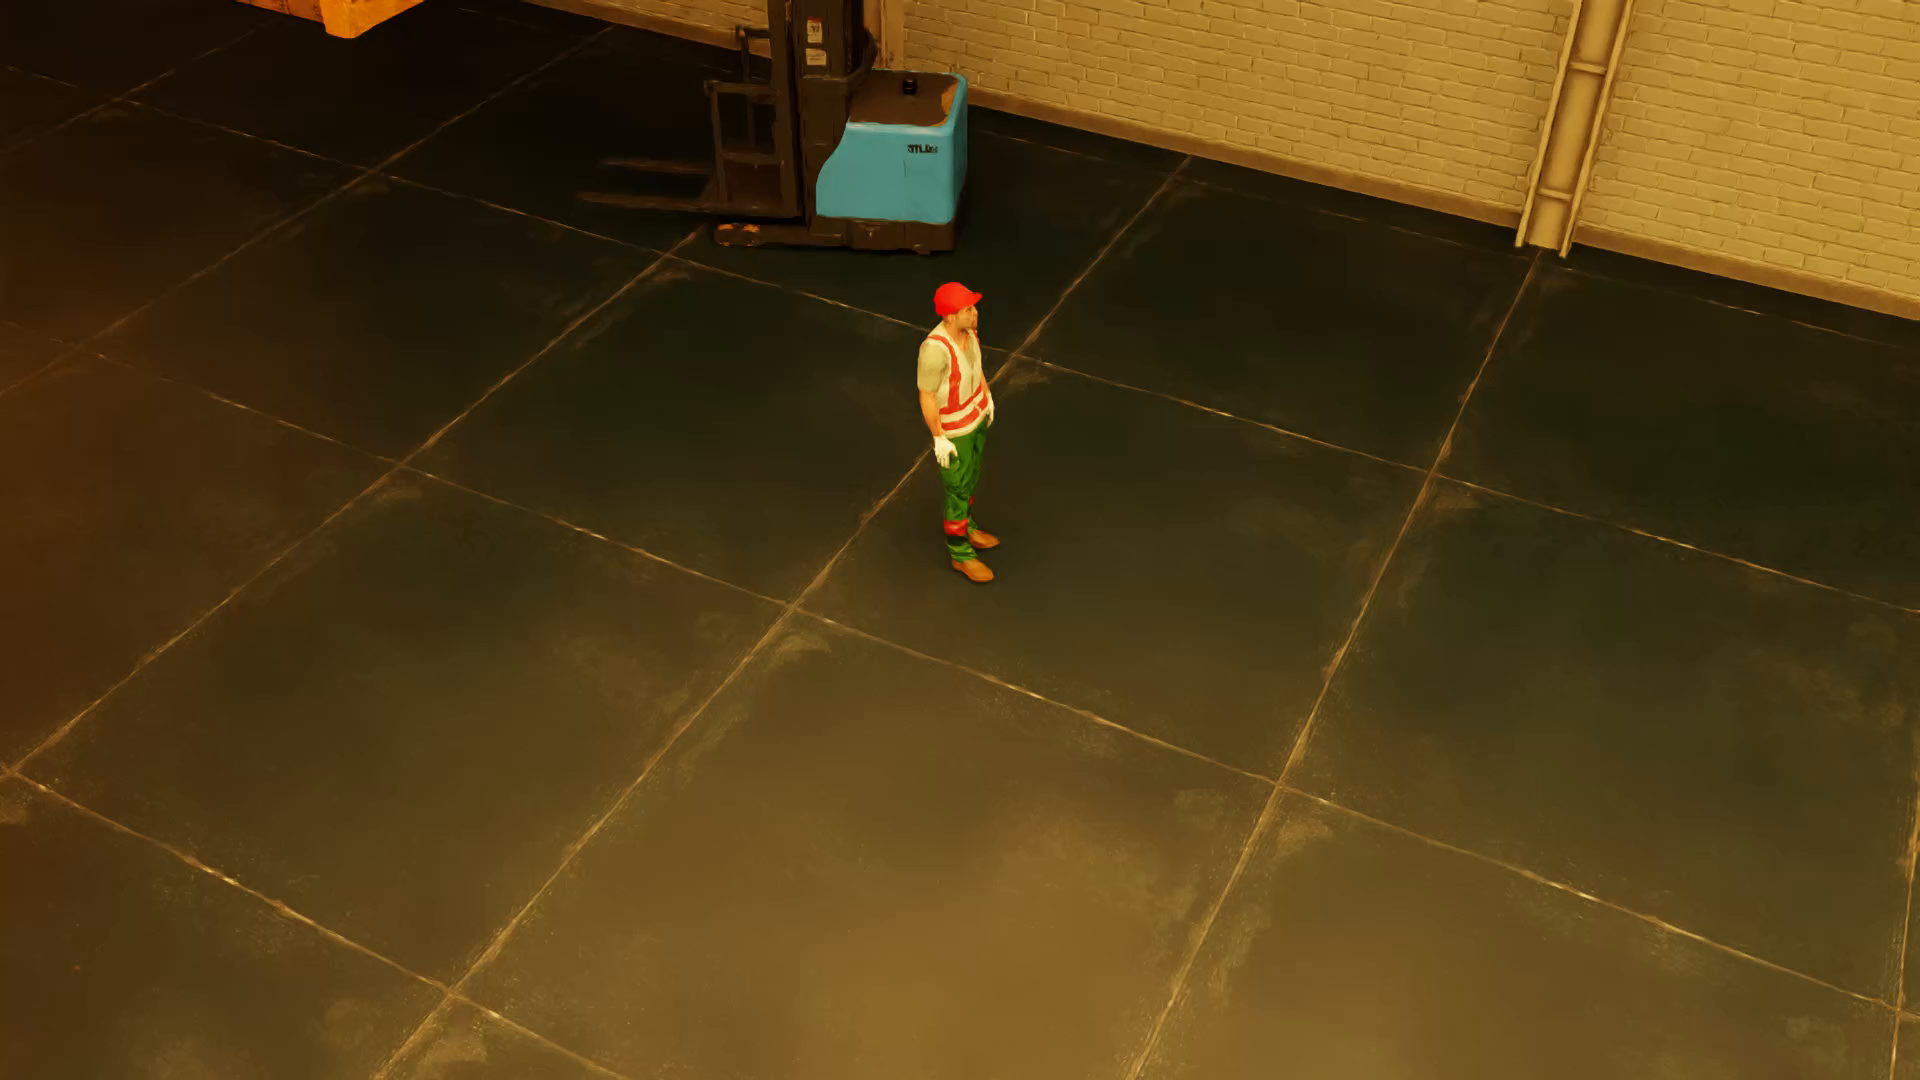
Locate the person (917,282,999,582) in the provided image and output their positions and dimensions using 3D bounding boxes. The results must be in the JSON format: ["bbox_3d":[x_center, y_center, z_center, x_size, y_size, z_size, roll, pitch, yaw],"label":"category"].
[{"bbox_3d":[0.066,-0.660,9.645,0.563,1.787,0.637,18,43,21],"label":"person"}]

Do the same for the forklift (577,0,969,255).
[{"bbox_3d":[-1.482,-3.737,12.424,3.031,2.935,1.130,5,40,6],"label":"forklift"}]
